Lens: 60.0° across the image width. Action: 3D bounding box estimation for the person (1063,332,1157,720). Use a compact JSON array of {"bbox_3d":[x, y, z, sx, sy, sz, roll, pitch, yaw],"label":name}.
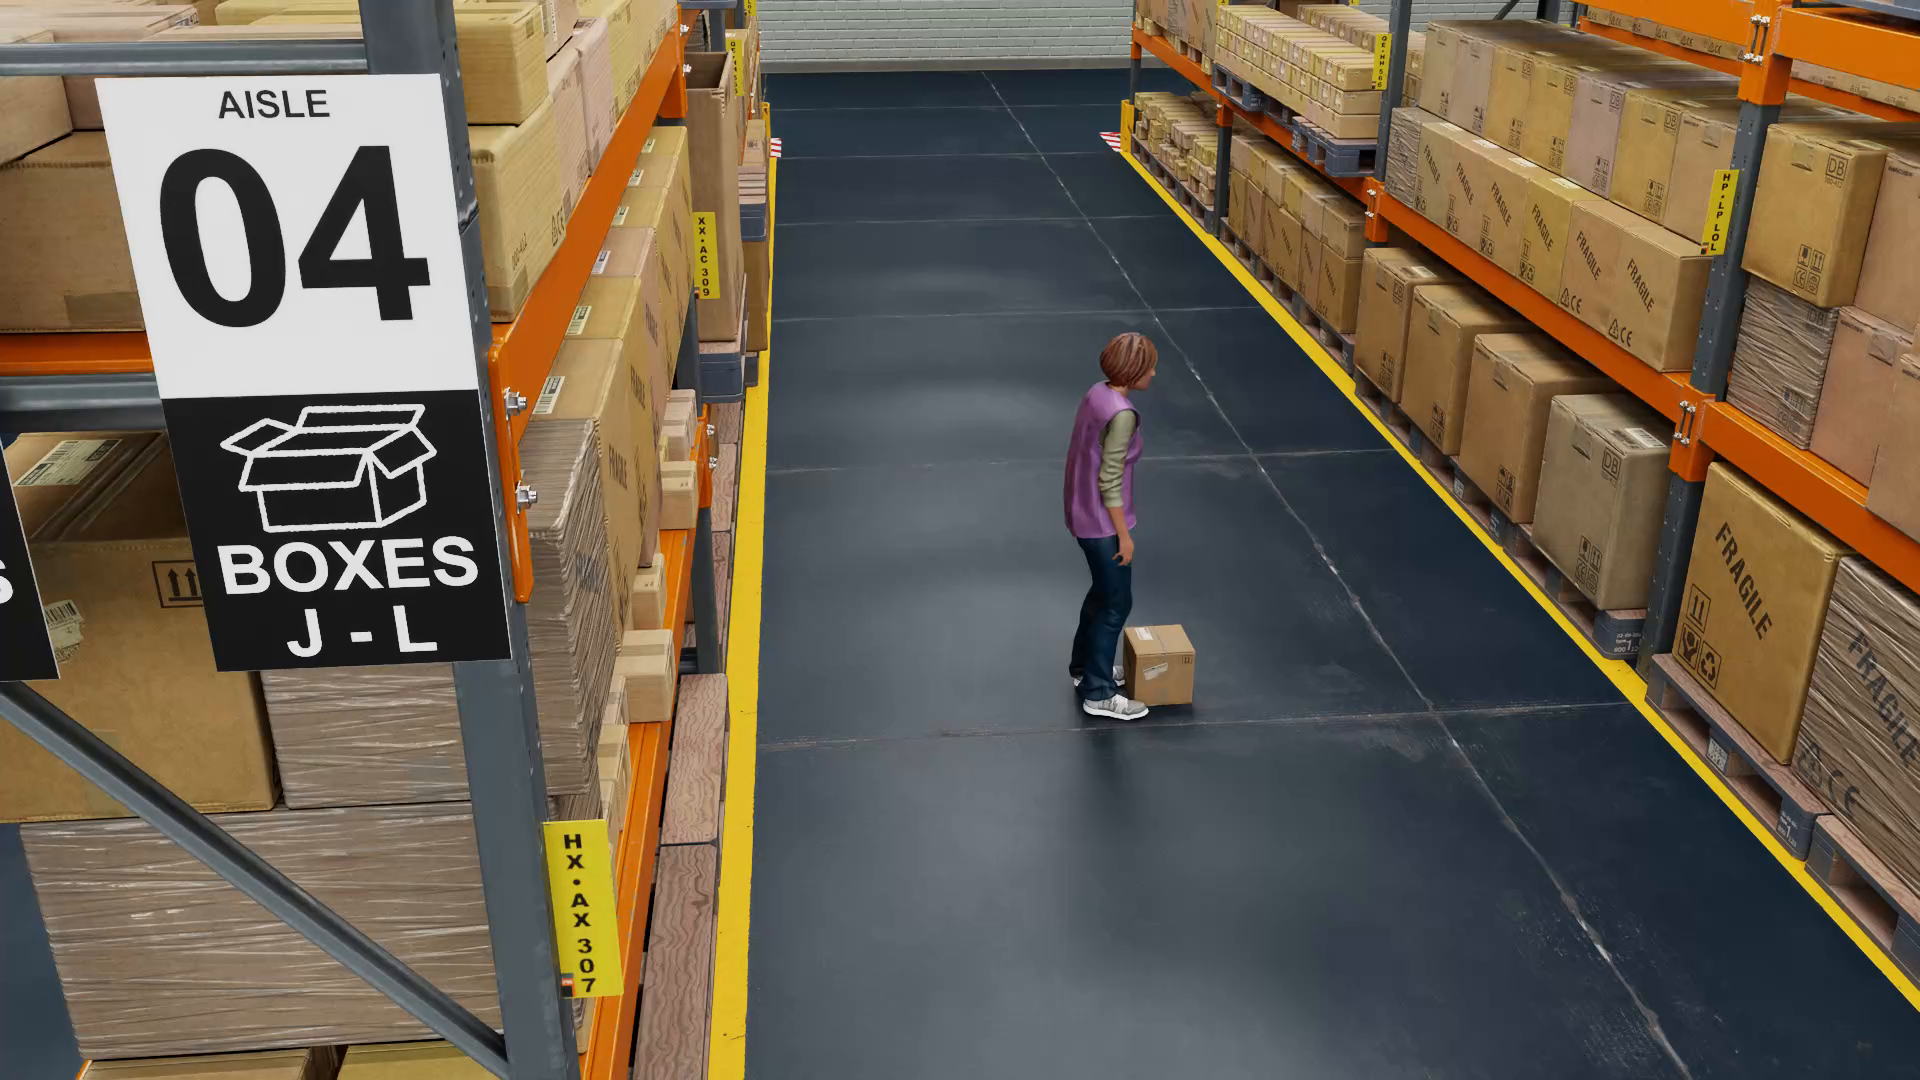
[{"bbox_3d":[0.602,-0.066,6.762,0.346,1.593,0.464,-2,24,-5],"label":"person"}]
